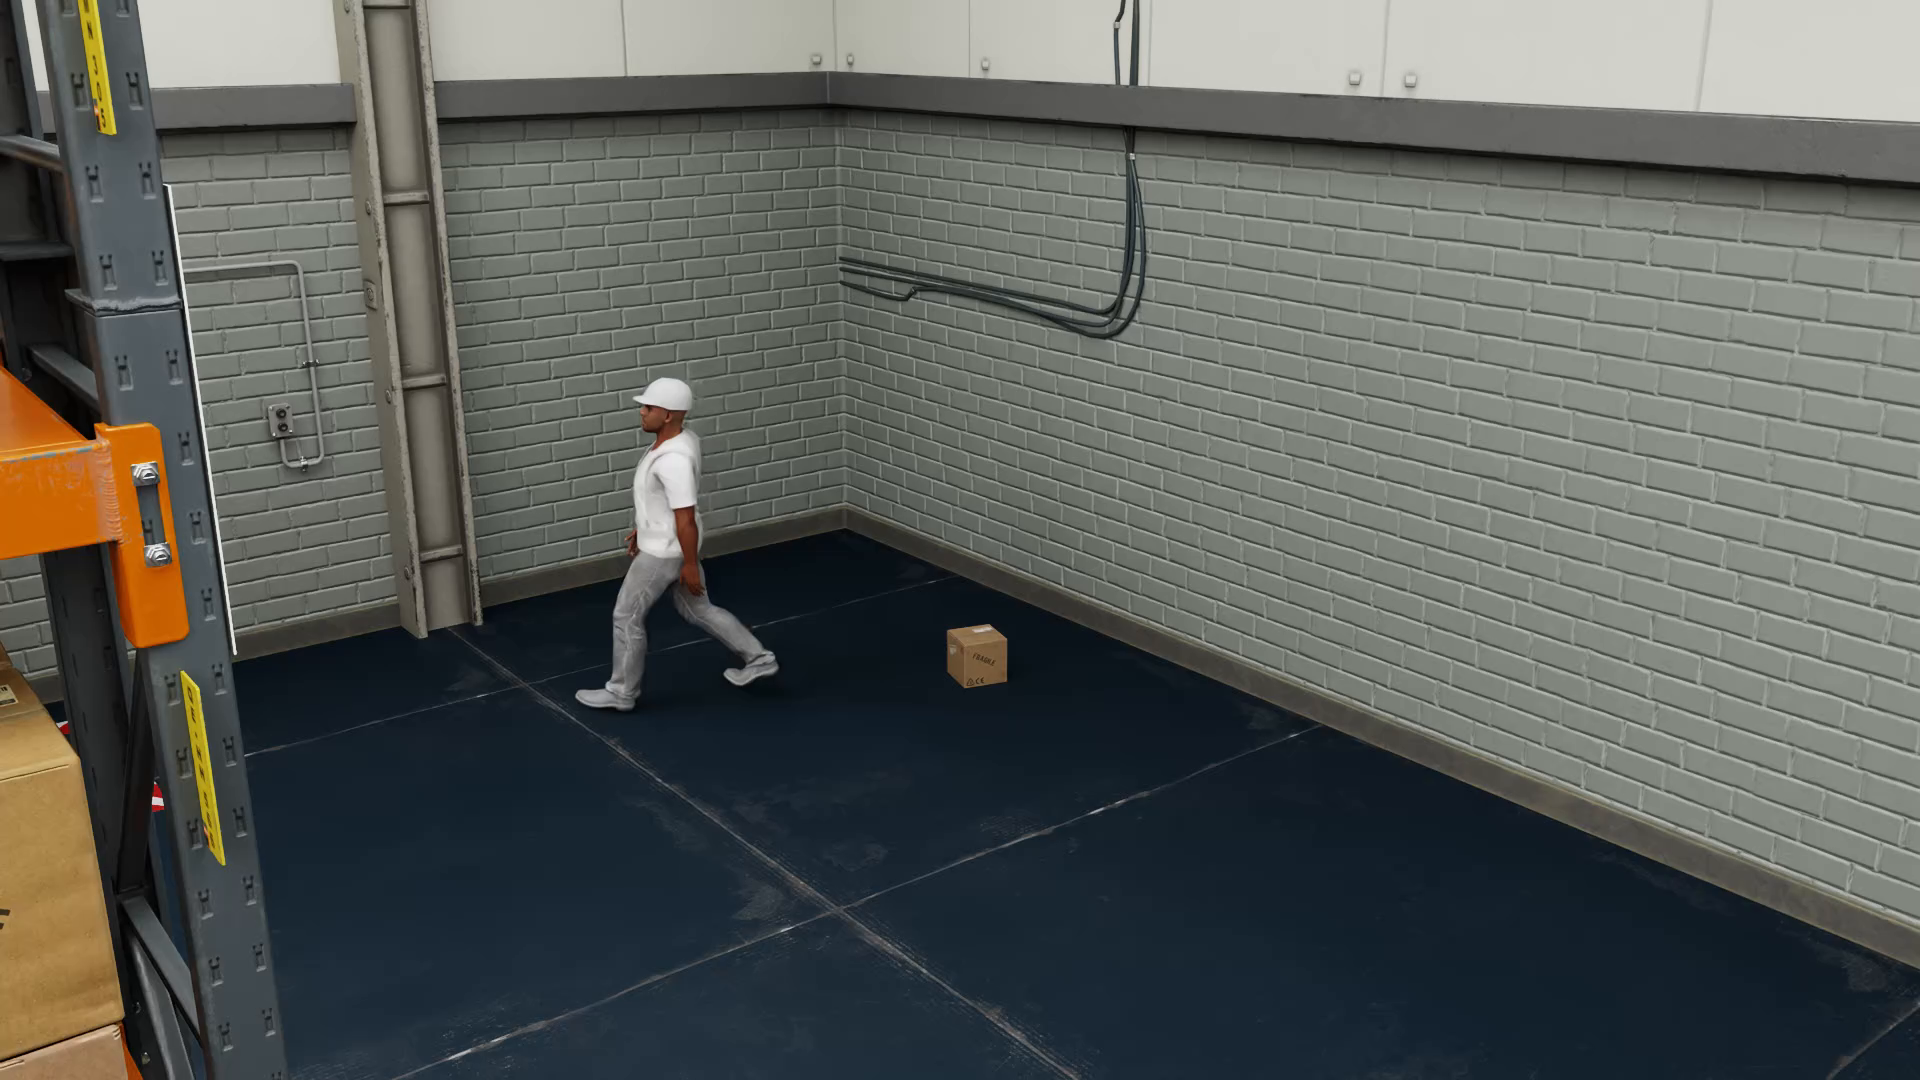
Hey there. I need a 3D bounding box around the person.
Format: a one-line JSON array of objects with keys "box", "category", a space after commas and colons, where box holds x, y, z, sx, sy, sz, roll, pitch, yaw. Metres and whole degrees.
[{"box": [-1.468, 0.022, 8.448, 1.041, 1.724, 0.564, 0, 18, 0], "category": "person"}]
